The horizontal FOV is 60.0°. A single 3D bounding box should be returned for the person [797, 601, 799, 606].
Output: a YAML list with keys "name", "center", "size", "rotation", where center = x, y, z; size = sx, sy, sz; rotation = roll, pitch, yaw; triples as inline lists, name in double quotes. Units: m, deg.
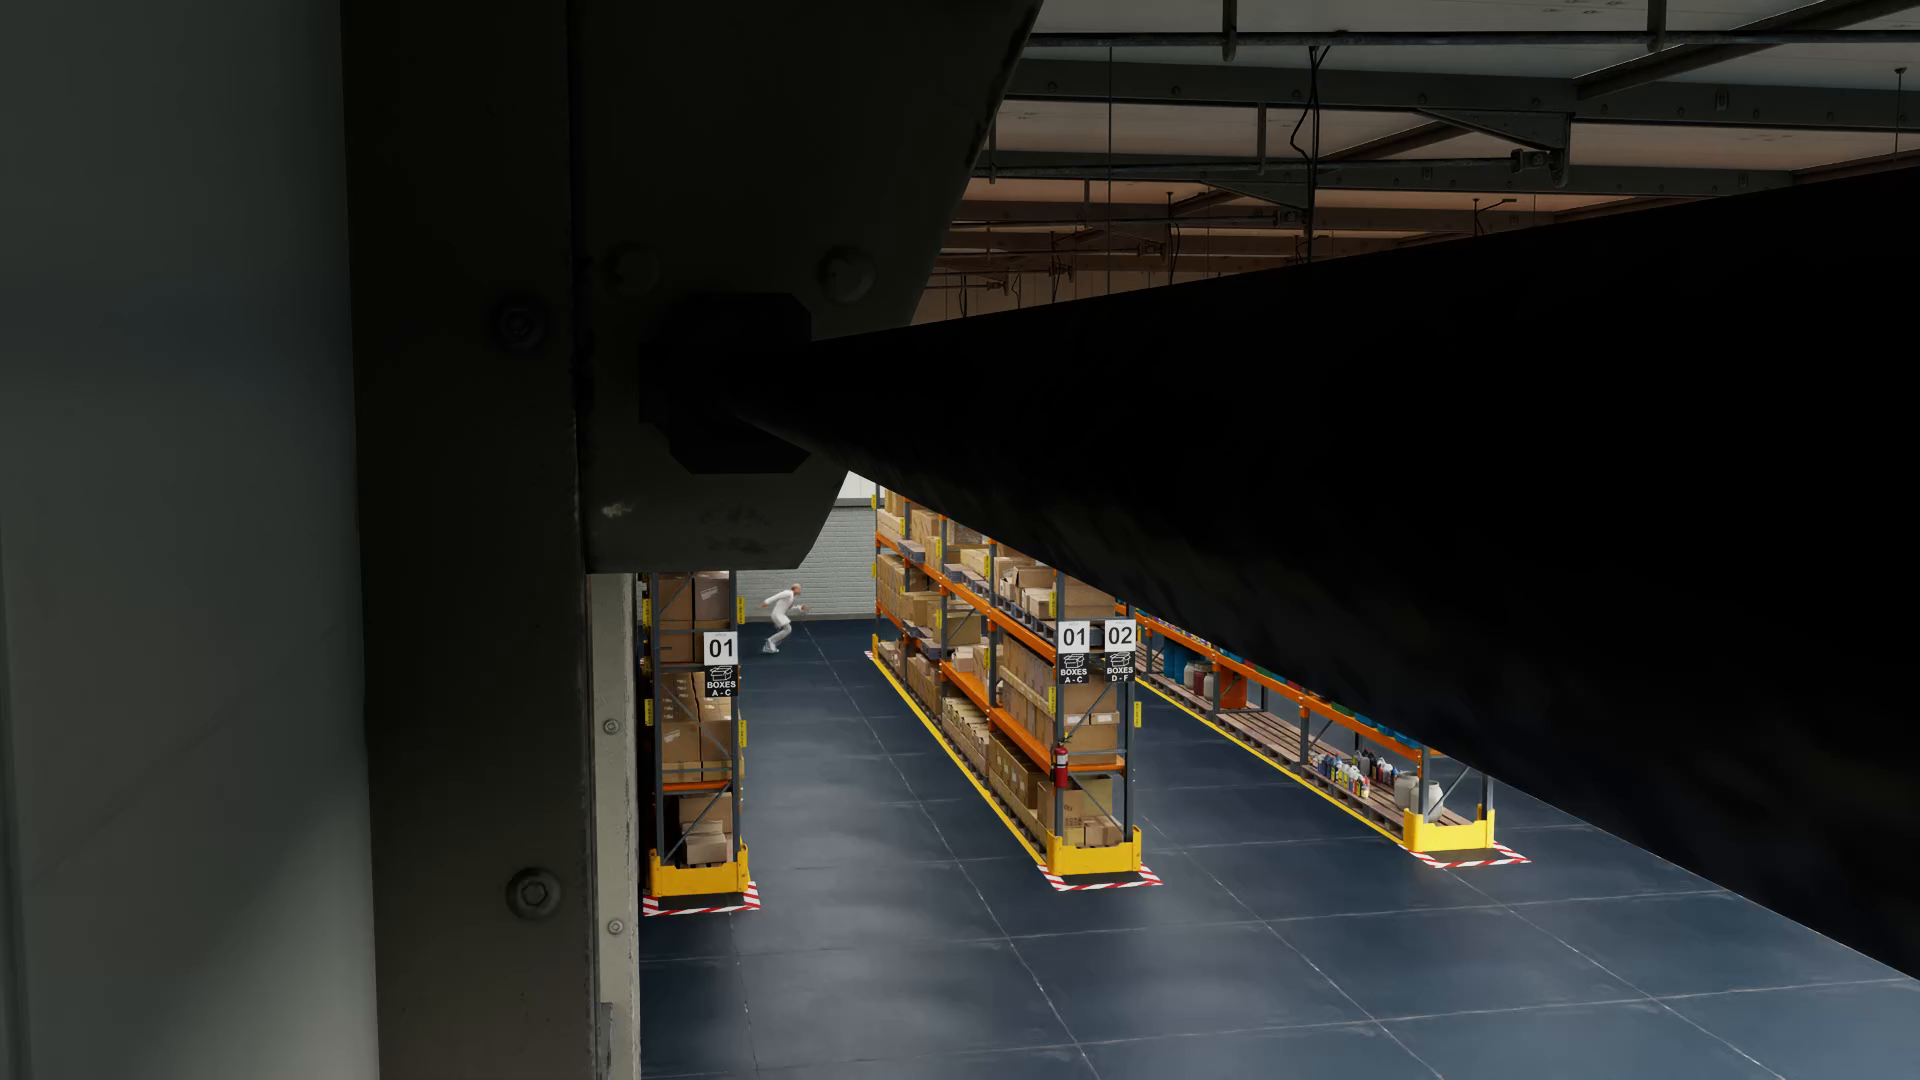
- name: "person"
  center: [-3.622, 1.411, 37.107]
  size: [0.053, 0.161, 0.087]
  rotation: [0, 6, 3]
